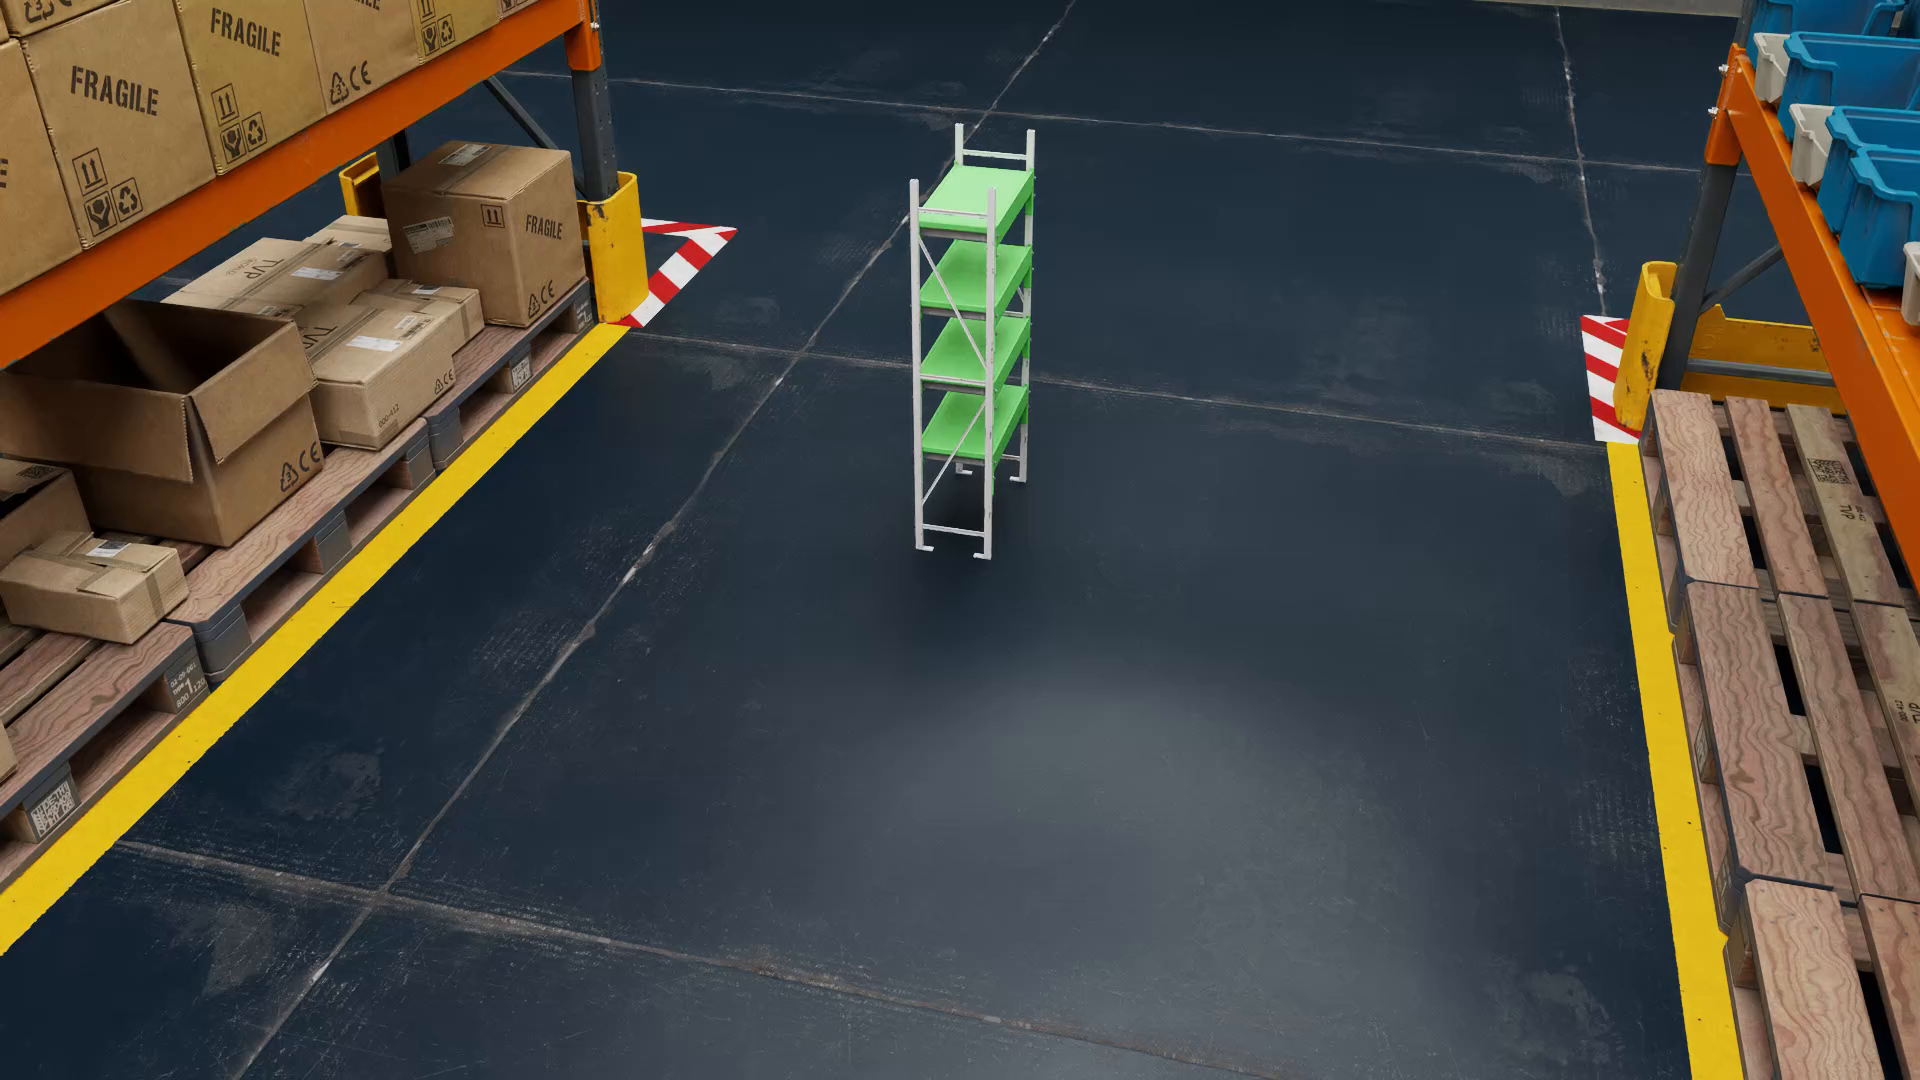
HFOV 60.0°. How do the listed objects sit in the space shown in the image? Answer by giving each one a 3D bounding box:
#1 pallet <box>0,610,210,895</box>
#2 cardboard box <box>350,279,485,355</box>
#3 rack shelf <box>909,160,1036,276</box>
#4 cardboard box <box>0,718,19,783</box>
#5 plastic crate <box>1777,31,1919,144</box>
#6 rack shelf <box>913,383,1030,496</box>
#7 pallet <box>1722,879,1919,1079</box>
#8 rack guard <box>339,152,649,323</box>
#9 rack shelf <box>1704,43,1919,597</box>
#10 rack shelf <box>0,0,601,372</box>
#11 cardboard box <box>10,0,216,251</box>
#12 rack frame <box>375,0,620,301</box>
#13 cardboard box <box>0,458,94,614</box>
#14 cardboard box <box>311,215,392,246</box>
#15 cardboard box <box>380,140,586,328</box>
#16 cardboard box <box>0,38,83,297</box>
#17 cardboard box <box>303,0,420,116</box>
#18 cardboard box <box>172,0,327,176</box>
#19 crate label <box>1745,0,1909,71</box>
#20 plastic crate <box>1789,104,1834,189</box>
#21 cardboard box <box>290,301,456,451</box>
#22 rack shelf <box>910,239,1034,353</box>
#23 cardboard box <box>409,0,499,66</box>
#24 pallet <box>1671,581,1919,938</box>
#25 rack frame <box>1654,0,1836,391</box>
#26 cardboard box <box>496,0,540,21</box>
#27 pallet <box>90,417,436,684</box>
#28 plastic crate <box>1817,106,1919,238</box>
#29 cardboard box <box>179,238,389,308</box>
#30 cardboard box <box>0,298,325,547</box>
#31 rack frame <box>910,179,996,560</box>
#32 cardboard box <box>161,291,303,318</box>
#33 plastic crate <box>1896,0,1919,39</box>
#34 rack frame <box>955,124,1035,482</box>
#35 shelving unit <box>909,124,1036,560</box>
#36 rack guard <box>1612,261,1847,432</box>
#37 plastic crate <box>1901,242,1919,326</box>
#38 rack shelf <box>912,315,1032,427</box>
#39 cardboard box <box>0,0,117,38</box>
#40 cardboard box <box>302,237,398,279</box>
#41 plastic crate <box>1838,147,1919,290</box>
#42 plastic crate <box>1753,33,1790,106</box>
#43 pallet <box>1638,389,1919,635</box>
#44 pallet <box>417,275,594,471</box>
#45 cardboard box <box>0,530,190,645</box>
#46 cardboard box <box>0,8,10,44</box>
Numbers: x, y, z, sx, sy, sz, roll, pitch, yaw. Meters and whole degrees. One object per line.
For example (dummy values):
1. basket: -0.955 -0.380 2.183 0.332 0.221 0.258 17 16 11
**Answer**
1. pallet: -2.694 0.568 4.160 1.003 0.211 1.213 8 33 12
2. cardboard box: -1.943 -0.804 5.950 0.380 0.166 0.250 8 33 12
3. rack shelf: 0.042 -0.943 4.840 0.258 0.148 0.480 8 33 12
4. cardboard box: -2.553 0.508 3.751 0.500 0.311 0.500 8 33 12
5. plastic crate: 2.388 -1.181 4.413 0.416 0.233 0.300 8 33 12
6. rack shelf: 0.042 -0.336 5.226 0.258 0.148 0.480 8 33 12
7. pallet: 2.071 1.214 3.144 1.003 0.211 1.213 8 33 12
8. rack guard: -1.873 -1.234 6.725 1.175 0.500 0.348 8 33 12
9. rack shelf: 2.429 -0.310 3.613 1.077 0.370 4.000 8 33 12
10. rack shelf: -2.361 -0.987 4.677 1.077 0.370 4.000 8 33 12
11. cardboard box: -2.220 -1.047 4.008 0.500 0.500 0.500 8 33 12
12. rack frame: -1.854 -2.328 6.116 1.000 3.000 0.127 8 33 12
13. cardboard box: -2.808 -0.027 4.592 0.500 0.311 0.500 8 33 12
14. cardboard box: -2.292 -1.140 6.495 0.380 0.149 0.250 8 33 12
15. cardboard box: -1.753 -1.143 6.172 0.500 0.500 0.500 8 33 12
16. cardboard box: -2.349 -0.788 3.600 0.500 0.500 0.500 9 33 13
17. cardboard box: -1.964 -1.573 4.835 0.500 0.500 0.500 8 33 13
18. cardboard box: -2.092 -1.311 4.424 0.500 0.500 0.500 8 33 12
19. crate label: 2.555 -1.523 4.950 0.416 0.233 0.303 8 33 12
20. plastic crate: 2.222 -0.975 4.178 0.250 0.136 0.298 8 33 12
21. cardboard box: -2.024 -0.549 5.470 0.500 0.250 0.500 8 33 12
22. rack shelf: 0.042 -0.741 4.969 0.258 0.148 0.480 8 33 12
23. cardboard box: -1.832 -1.831 5.241 0.500 0.500 0.500 8 33 13
24. pallet: 2.378 0.579 4.143 1.003 0.211 1.213 8 33 12
25. rack frame: 2.937 -1.652 5.052 1.000 3.000 0.127 8 33 12
26. cardboard box: -1.704 -2.101 5.665 0.500 0.500 0.500 9 34 14
27. pallet: -2.386 -0.067 5.159 1.003 0.211 1.213 8 33 12
28. plastic crate: 2.221 -0.840 3.875 0.416 0.233 0.300 8 33 12
29. cardboard box: -2.393 -0.850 5.945 0.500 0.250 0.500 8 33 12
30. cardboard box: -2.397 -0.360 4.937 0.797 0.503 0.637 8 33 12
31. rack frame: -0.020 -0.466 4.864 0.240 1.200 0.015 8 33 12
32. cardboard box: -2.520 -0.591 5.536 0.500 0.250 0.500 8 33 12
33. plastic crate: 3.032 -1.493 4.713 0.616 0.435 0.499 8 33 12
34. rack frame: 0.104 -0.719 5.262 0.240 1.200 0.015 8 33 12
35. shelving unit: 0.042 -0.592 5.063 0.258 1.200 0.503 8 33 12
36. rack guard: 2.930 -0.611 5.745 1.175 0.500 0.348 8 33 12
37. plastic crate: 2.073 -0.435 3.328 0.293 0.136 0.466 8 33 12
38. rack shelf: 0.042 -0.538 5.098 0.258 0.148 0.480 8 33 12
39. cardboard box: -2.216 -1.457 3.721 0.500 0.500 0.500 7 33 11
40. cardboard box: -2.356 -1.018 6.286 0.380 0.166 0.250 8 33 12
41. plastic crate: 2.145 -0.684 3.630 0.416 0.233 0.300 8 33 12
42. plastic crate: 2.394 -1.327 4.732 0.250 0.136 0.298 8 33 12
43. pallet: 2.690 -0.052 5.135 1.003 0.211 1.213 8 33 12
44. pallet: -2.074 -0.698 6.151 1.003 0.211 1.213 8 33 12
45. cardboard box: -2.343 0.119 4.498 0.380 0.166 0.250 8 33 12
46. cardboard box: -2.347 -1.190 3.302 0.500 0.500 0.500 7 33 11
